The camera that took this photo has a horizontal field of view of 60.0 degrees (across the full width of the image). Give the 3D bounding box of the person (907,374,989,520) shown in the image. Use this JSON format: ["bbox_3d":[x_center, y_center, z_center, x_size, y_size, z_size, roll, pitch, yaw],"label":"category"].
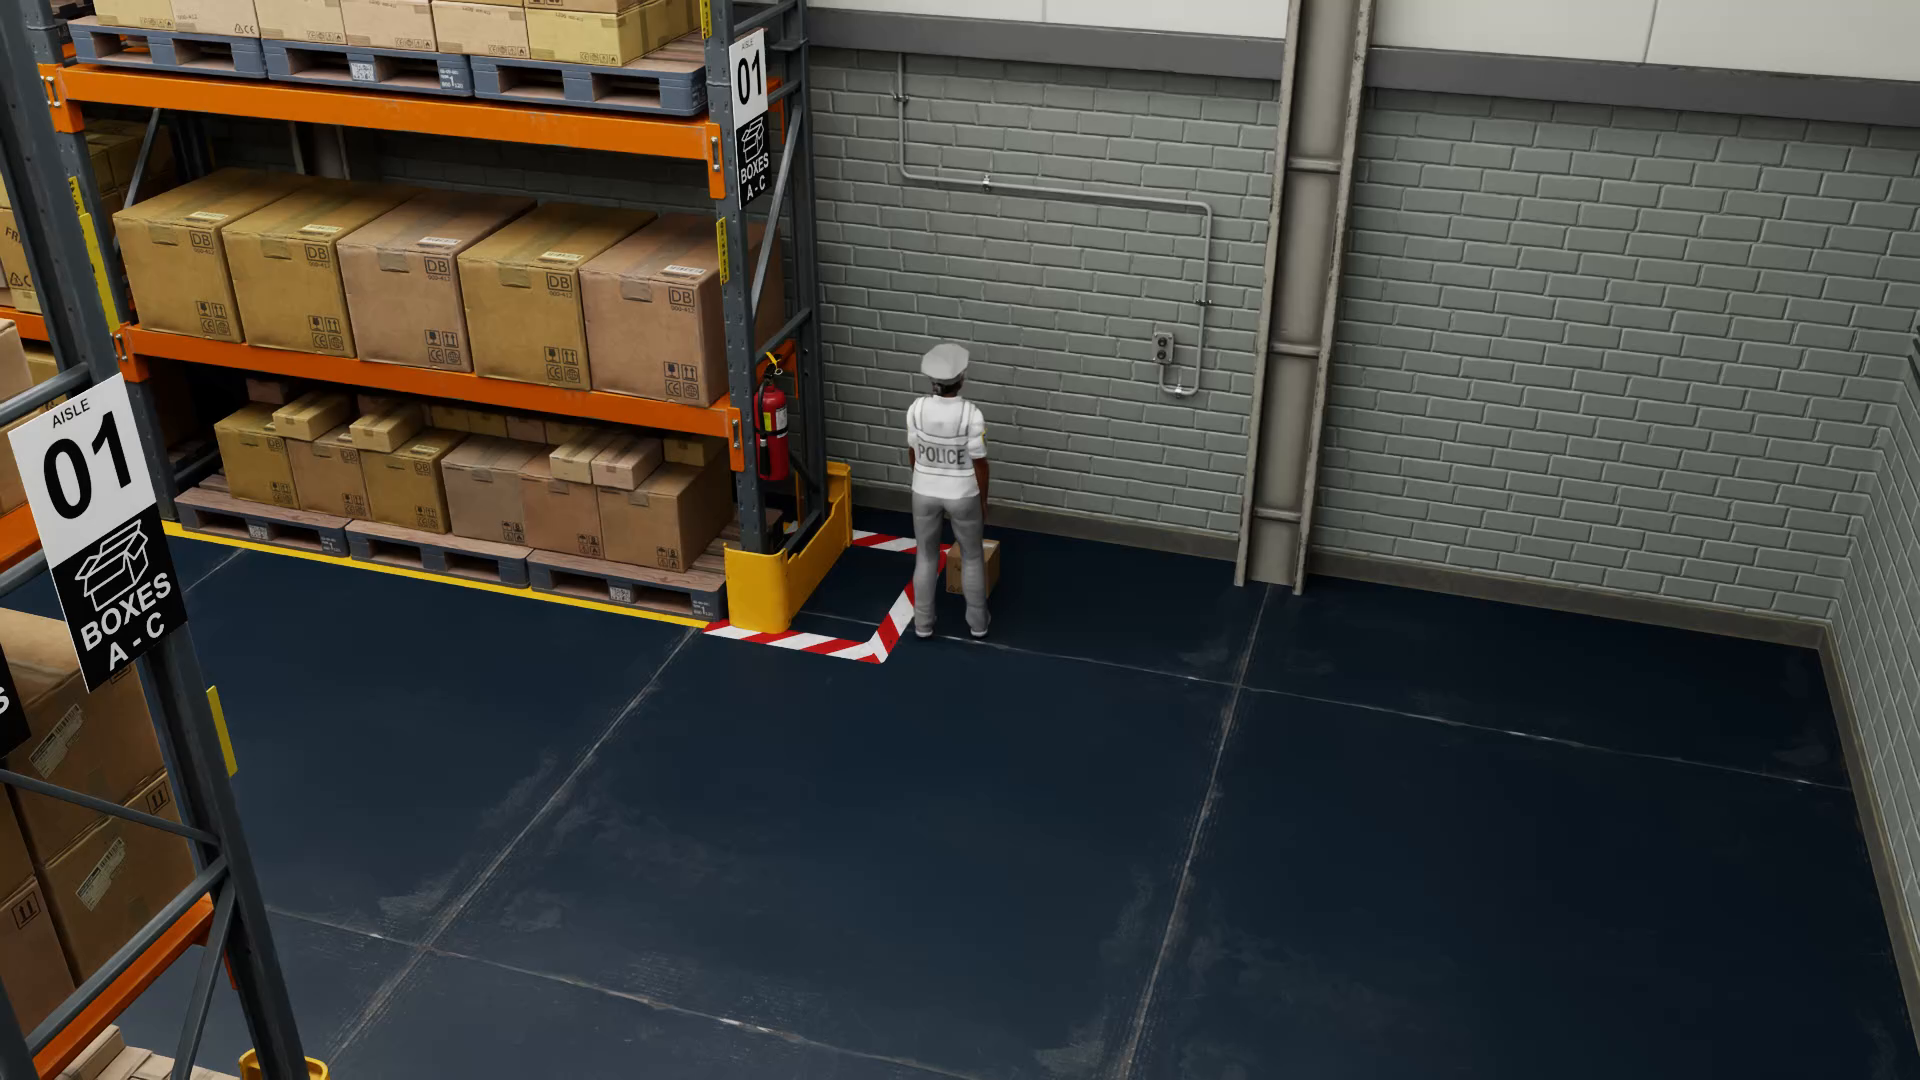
[{"bbox_3d":[-0.058,-0.525,8.727,0.447,0.991,0.333,6,30,10],"label":"person"}]
